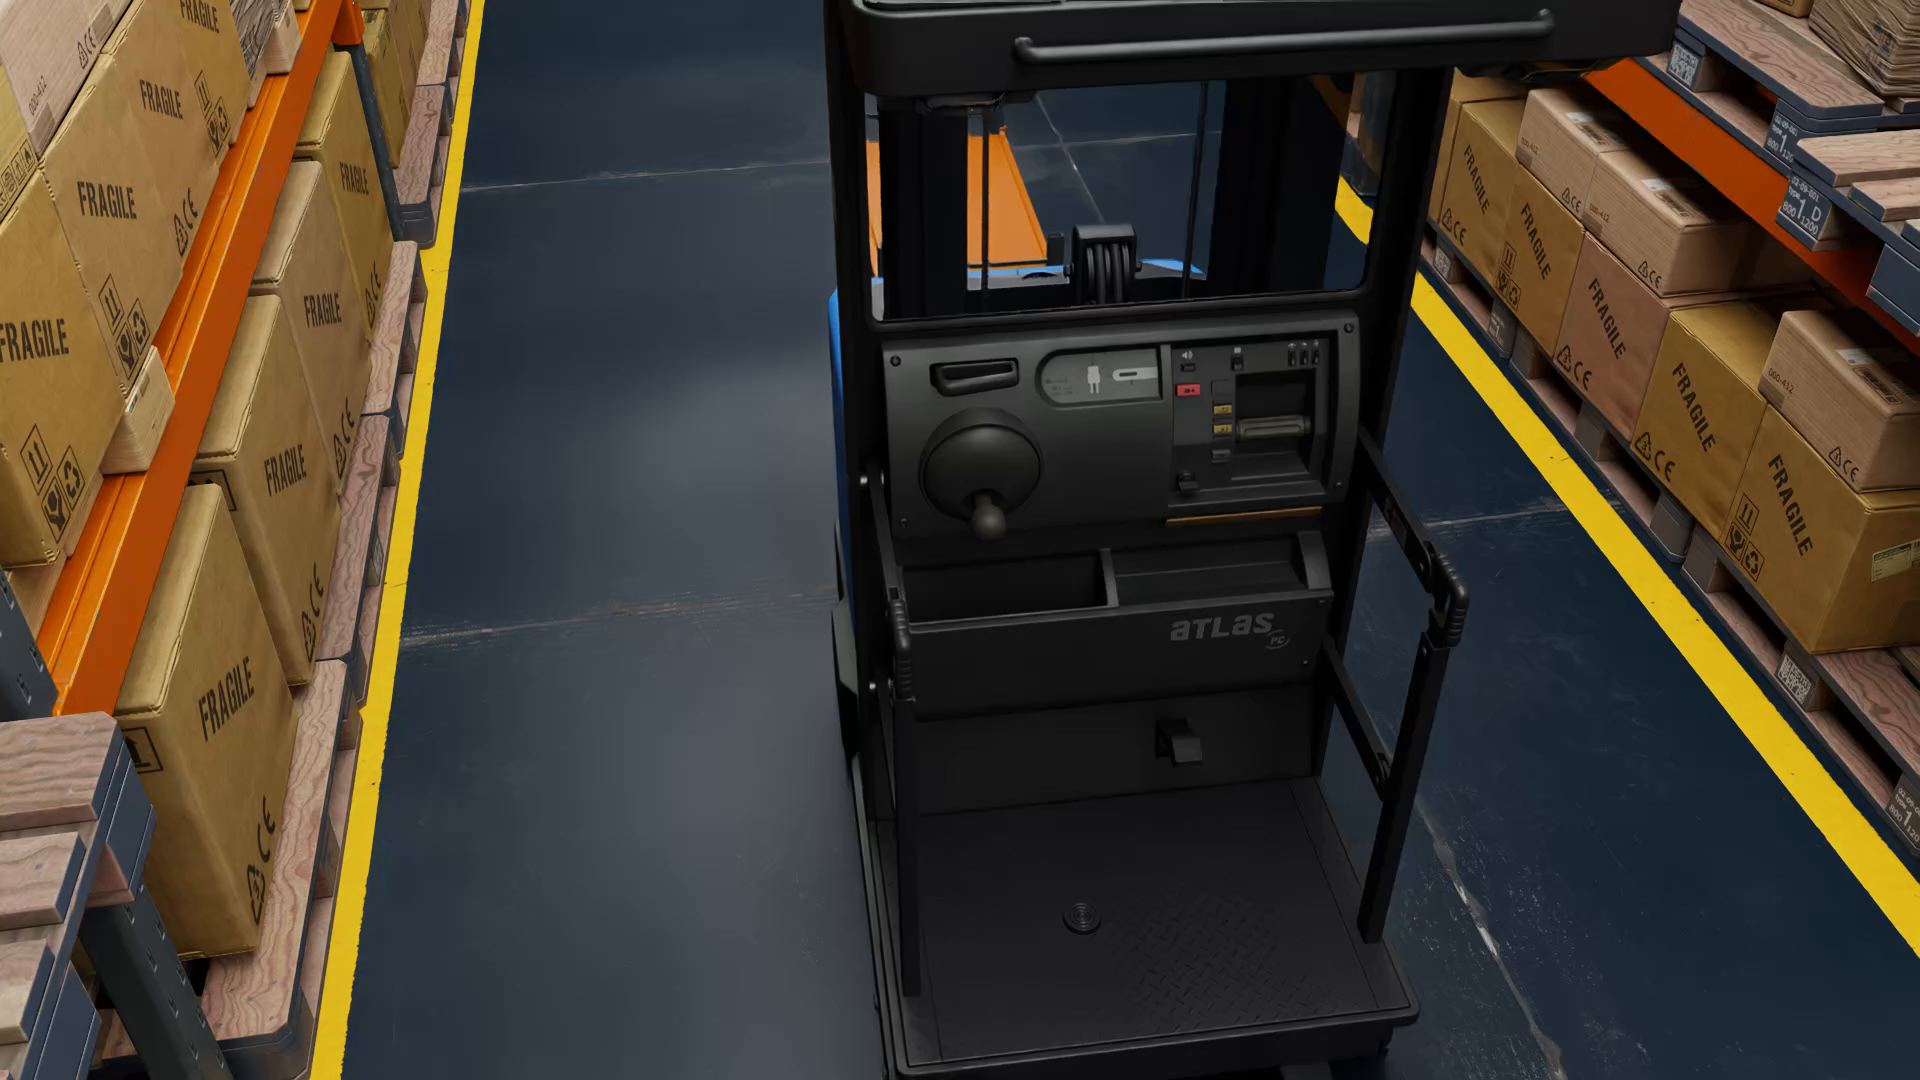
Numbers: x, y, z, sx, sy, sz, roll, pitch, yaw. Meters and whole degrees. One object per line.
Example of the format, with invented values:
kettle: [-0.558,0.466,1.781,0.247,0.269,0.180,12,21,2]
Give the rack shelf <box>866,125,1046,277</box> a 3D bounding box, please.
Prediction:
rack shelf: [-0.039,-0.903,5.019,0.538,0.278,1.000,-5,38,-6]

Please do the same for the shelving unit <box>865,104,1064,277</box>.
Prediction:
shelving unit: [-0.039,-0.672,5.198,0.538,1.125,1.048,-5,38,-6]

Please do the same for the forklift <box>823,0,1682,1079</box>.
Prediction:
forklift: [0.350,-0.146,3.049,1.130,2.935,3.031,-5,38,-6]

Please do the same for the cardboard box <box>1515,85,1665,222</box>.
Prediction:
cardboard box: [2.216,-1.307,5.555,0.500,0.250,0.500,-6,38,-8]

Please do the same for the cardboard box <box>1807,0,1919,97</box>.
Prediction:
cardboard box: [2.704,-1.477,4.282,0.700,0.500,0.500,0,38,1]

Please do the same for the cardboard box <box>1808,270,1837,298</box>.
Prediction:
cardboard box: [2.822,-0.756,5.457,0.500,0.500,0.500,-7,38,-9]

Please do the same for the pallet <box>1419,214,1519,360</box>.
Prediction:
pallet: [2.376,-1.158,6.568,1.003,0.211,1.213,-6,38,-8]

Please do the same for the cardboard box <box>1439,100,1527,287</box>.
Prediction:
cardboard box: [2.145,-1.294,6.149,0.500,0.500,0.500,-6,38,-7]

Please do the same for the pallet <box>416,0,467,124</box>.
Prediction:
pallet: [-2.954,-2.316,8.059,1.003,0.211,1.213,-6,38,-8]

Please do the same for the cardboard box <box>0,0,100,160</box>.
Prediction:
cardboard box: [-1.900,-0.883,2.990,0.500,0.250,0.500,-7,38,-9]

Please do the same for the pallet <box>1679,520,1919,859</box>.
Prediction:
pallet: [2.804,0.316,4.671,1.003,0.211,1.213,-6,38,-8]

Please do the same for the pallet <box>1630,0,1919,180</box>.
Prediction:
pallet: [2.552,-1.429,4.800,1.003,0.211,1.213,-6,38,-8]

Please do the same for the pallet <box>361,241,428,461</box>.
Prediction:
pallet: [-2.471,-0.652,5.917,1.003,0.211,1.213,-6,38,-8]

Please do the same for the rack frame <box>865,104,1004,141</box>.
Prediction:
rack frame: [-0.108,-0.981,5.596,0.500,1.125,0.032,-5,38,-6]

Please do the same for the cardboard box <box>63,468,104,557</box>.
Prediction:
cardboard box: [-1.844,-0.081,3.098,0.380,0.149,0.250,-6,38,-7]

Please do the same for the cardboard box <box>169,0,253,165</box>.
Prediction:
cardboard box: [-2.080,-1.212,4.025,0.500,0.500,0.500,-5,38,-7]

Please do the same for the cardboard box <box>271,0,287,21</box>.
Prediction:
cardboard box: [-2.252,-1.817,4.804,0.500,0.500,0.500,-6,38,-8]

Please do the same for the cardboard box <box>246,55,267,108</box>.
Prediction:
cardboard box: [-2.192,-1.327,4.702,0.380,0.149,0.250,-6,38,-8]

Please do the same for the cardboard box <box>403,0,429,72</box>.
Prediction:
cardboard box: [-2.883,-2.467,7.675,0.700,0.500,0.500,-5,38,-7]

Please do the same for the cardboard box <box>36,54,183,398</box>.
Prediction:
cardboard box: [-1.895,-0.598,3.235,0.500,0.500,0.500,-5,38,-6]

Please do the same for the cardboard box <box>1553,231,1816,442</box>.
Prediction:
cardboard box: [2.314,-0.685,5.366,0.500,0.500,0.500,-8,38,-10]

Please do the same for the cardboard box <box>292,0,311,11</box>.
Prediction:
cardboard box: [-2.275,-1.796,5.306,0.380,0.149,0.250,-6,38,-7]

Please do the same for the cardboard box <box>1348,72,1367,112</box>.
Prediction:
cardboard box: [1.817,-2.247,7.376,0.500,0.500,0.500,-6,38,-8]

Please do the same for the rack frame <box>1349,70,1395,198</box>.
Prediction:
rack frame: [2.196,-2.746,6.340,1.000,3.000,0.127,-6,38,-8]

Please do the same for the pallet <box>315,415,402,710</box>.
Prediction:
pallet: [-2.253,0.086,4.967,1.003,0.211,1.213,-6,38,-8]

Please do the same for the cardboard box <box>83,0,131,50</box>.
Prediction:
cardboard box: [-1.991,-1.184,3.378,0.500,0.250,0.500,-6,38,-8]

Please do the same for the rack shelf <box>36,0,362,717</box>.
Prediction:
rack shelf: [-2.330,-0.719,4.317,1.077,0.370,4.000,-6,38,-8]

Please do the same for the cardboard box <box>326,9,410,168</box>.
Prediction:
cardboard box: [-2.710,-1.853,6.885,0.700,0.500,0.500,-6,38,-7]

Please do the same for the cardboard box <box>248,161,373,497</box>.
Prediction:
cardboard box: [-2.280,-0.613,5.004,0.750,0.750,0.750,-5,38,-7]

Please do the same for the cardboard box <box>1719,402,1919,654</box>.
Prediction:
cardboard box: [2.502,-0.057,4.557,0.500,0.500,0.500,-5,38,-6]

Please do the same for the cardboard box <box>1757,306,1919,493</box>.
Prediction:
cardboard box: [2.488,-0.386,4.370,0.500,0.250,0.500,-5,38,-6]

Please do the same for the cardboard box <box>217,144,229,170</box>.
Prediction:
cardboard box: [-2.127,-1.012,4.297,0.380,0.149,0.250,-5,38,-7]

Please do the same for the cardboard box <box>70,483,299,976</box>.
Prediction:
cardboard box: [-1.979,0.430,3.662,0.750,0.750,0.750,-7,38,-9]
